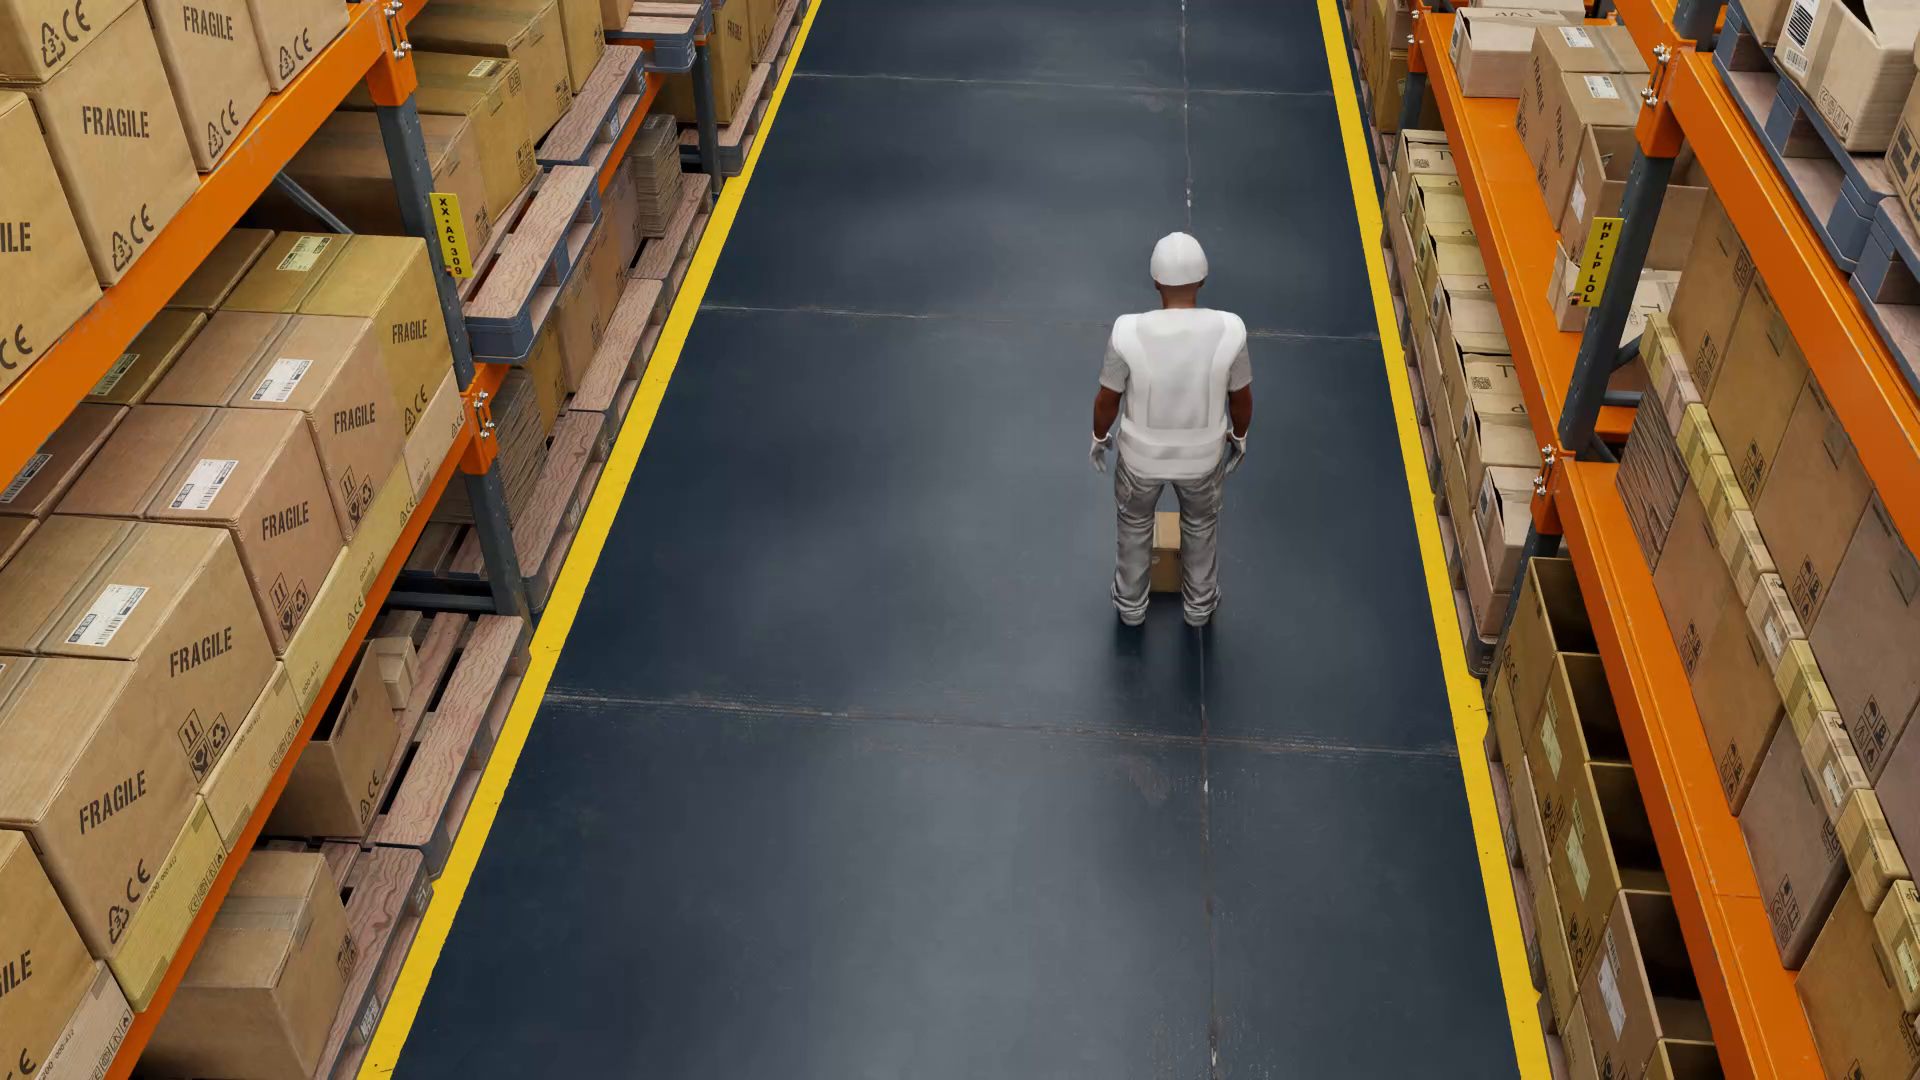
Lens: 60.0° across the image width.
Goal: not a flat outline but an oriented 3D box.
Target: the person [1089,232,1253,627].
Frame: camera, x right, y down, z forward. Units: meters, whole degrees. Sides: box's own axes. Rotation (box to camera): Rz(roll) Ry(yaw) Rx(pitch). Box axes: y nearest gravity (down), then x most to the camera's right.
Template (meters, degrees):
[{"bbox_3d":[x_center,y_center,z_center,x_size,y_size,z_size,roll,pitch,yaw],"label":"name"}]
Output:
[{"bbox_3d":[0.832,-0.389,6.615,0.629,1.774,0.445,1,40,1],"label":"person"}]
